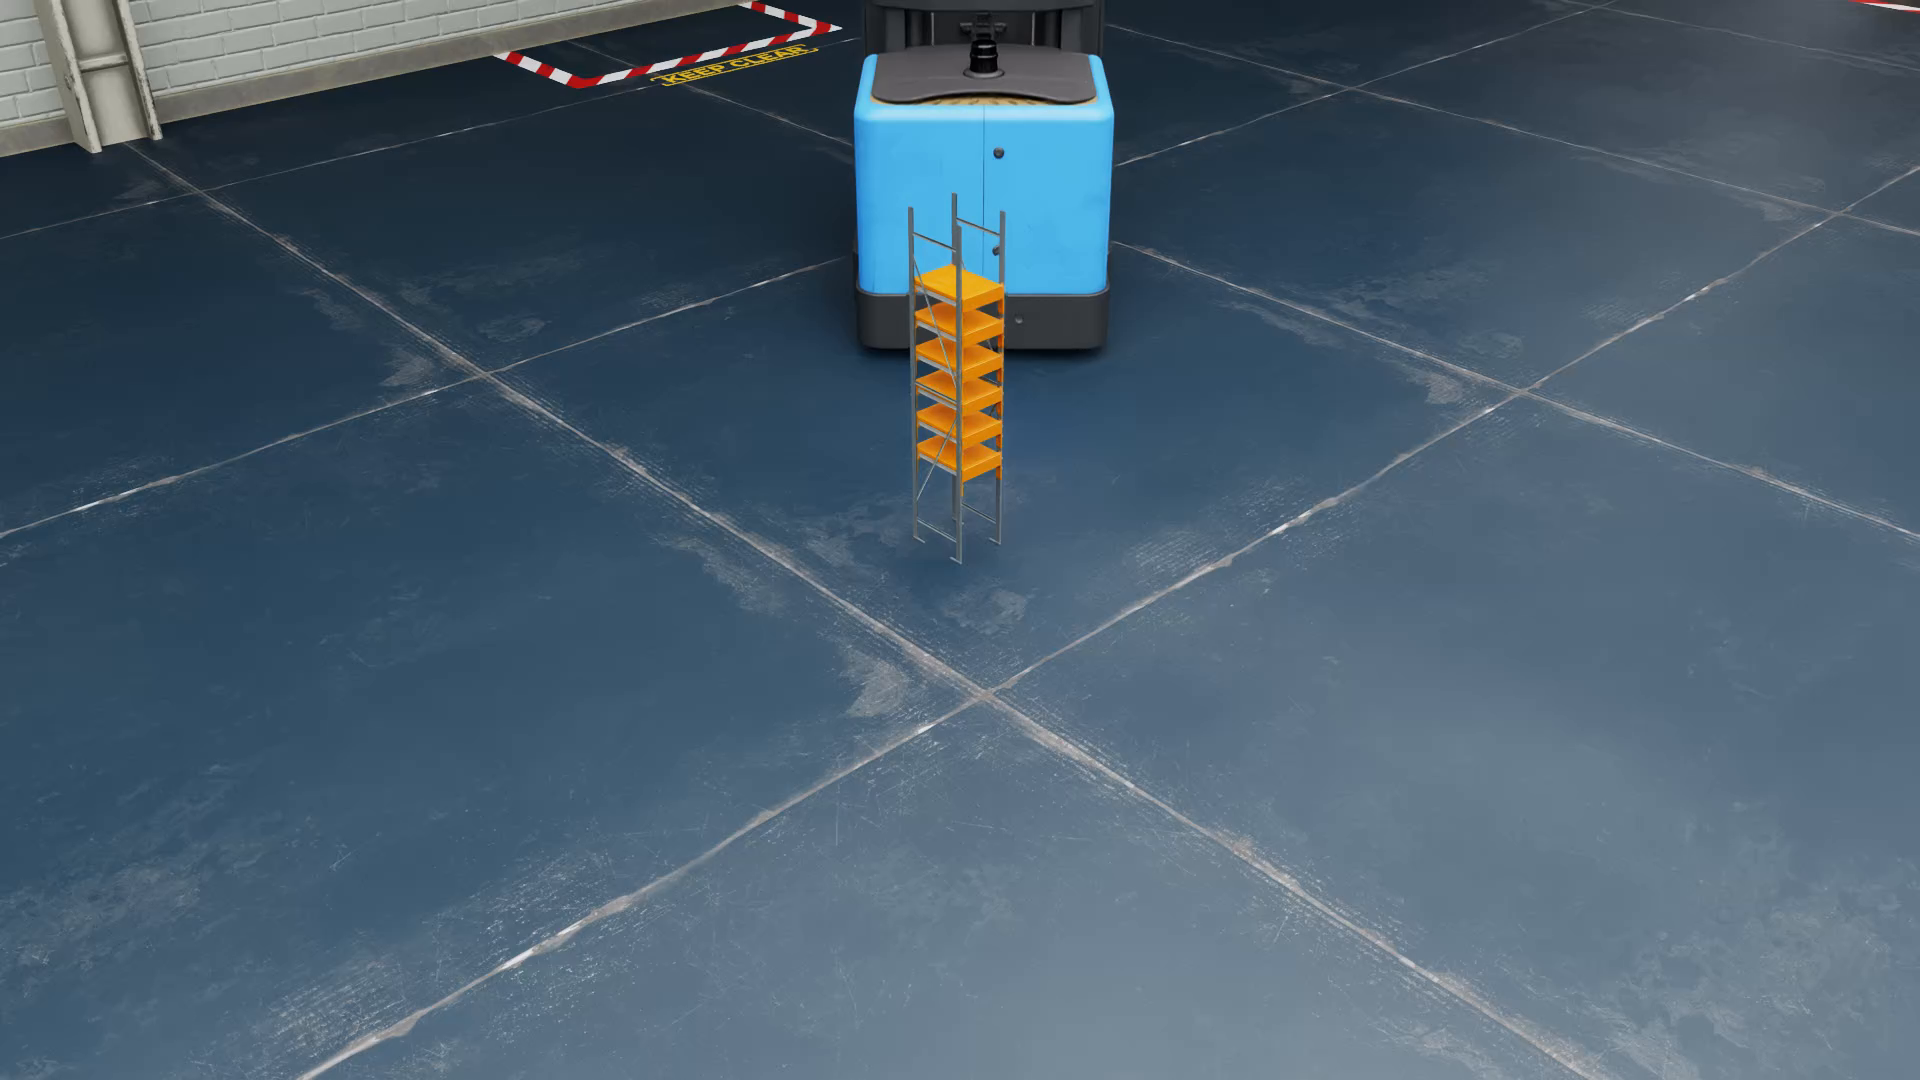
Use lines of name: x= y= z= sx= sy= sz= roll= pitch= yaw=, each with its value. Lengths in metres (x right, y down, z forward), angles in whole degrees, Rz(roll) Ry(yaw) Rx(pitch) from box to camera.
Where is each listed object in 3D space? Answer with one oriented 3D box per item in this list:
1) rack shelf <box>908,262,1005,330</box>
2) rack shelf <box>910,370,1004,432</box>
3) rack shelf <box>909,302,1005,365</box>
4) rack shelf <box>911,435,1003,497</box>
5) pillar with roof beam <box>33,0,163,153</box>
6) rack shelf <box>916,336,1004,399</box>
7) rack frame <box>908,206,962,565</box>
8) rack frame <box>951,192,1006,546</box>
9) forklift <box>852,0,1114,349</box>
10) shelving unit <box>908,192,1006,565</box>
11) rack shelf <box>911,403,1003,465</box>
rack shelf: x=-0.011 y=-0.776 z=5.264 sx=0.180 sy=0.103 sz=0.258 roll=-26 pitch=40 yaw=-35
rack shelf: x=-0.011 y=-0.469 z=5.452 sx=0.180 sy=0.103 sz=0.258 roll=-26 pitch=40 yaw=-35
rack shelf: x=-0.011 y=-0.674 z=5.327 sx=0.180 sy=0.103 sz=0.258 roll=-26 pitch=40 yaw=-35
rack shelf: x=-0.011 y=-0.264 z=5.577 sx=0.180 sy=0.103 sz=0.258 roll=-26 pitch=40 yaw=-35
pillar with roof beam: x=-1.876 y=-4.479 z=4.449 sx=0.400 sy=9.000 sz=9.100 roll=-26 pitch=40 yaw=-35
rack shelf: x=-0.011 y=-0.571 z=5.389 sx=0.180 sy=0.103 sz=0.258 roll=-26 pitch=40 yaw=-35
rack frame: x=-0.078 y=-0.474 z=5.376 sx=0.006 sy=1.200 sz=0.240 roll=-26 pitch=40 yaw=-35
rack frame: x=0.056 y=-0.539 z=5.482 sx=0.006 sy=1.200 sz=0.240 roll=-26 pitch=40 yaw=-35
forklift: x=0.101 y=-2.774 z=7.477 sx=1.130 sy=2.935 sz=3.031 roll=0 pitch=31 yaw=0
shelving unit: x=-0.011 y=-0.507 z=5.429 sx=0.189 sy=1.200 sz=0.258 roll=-26 pitch=40 yaw=-35
rack shelf: x=-0.011 y=-0.366 z=5.514 sx=0.180 sy=0.103 sz=0.258 roll=-26 pitch=40 yaw=-35
